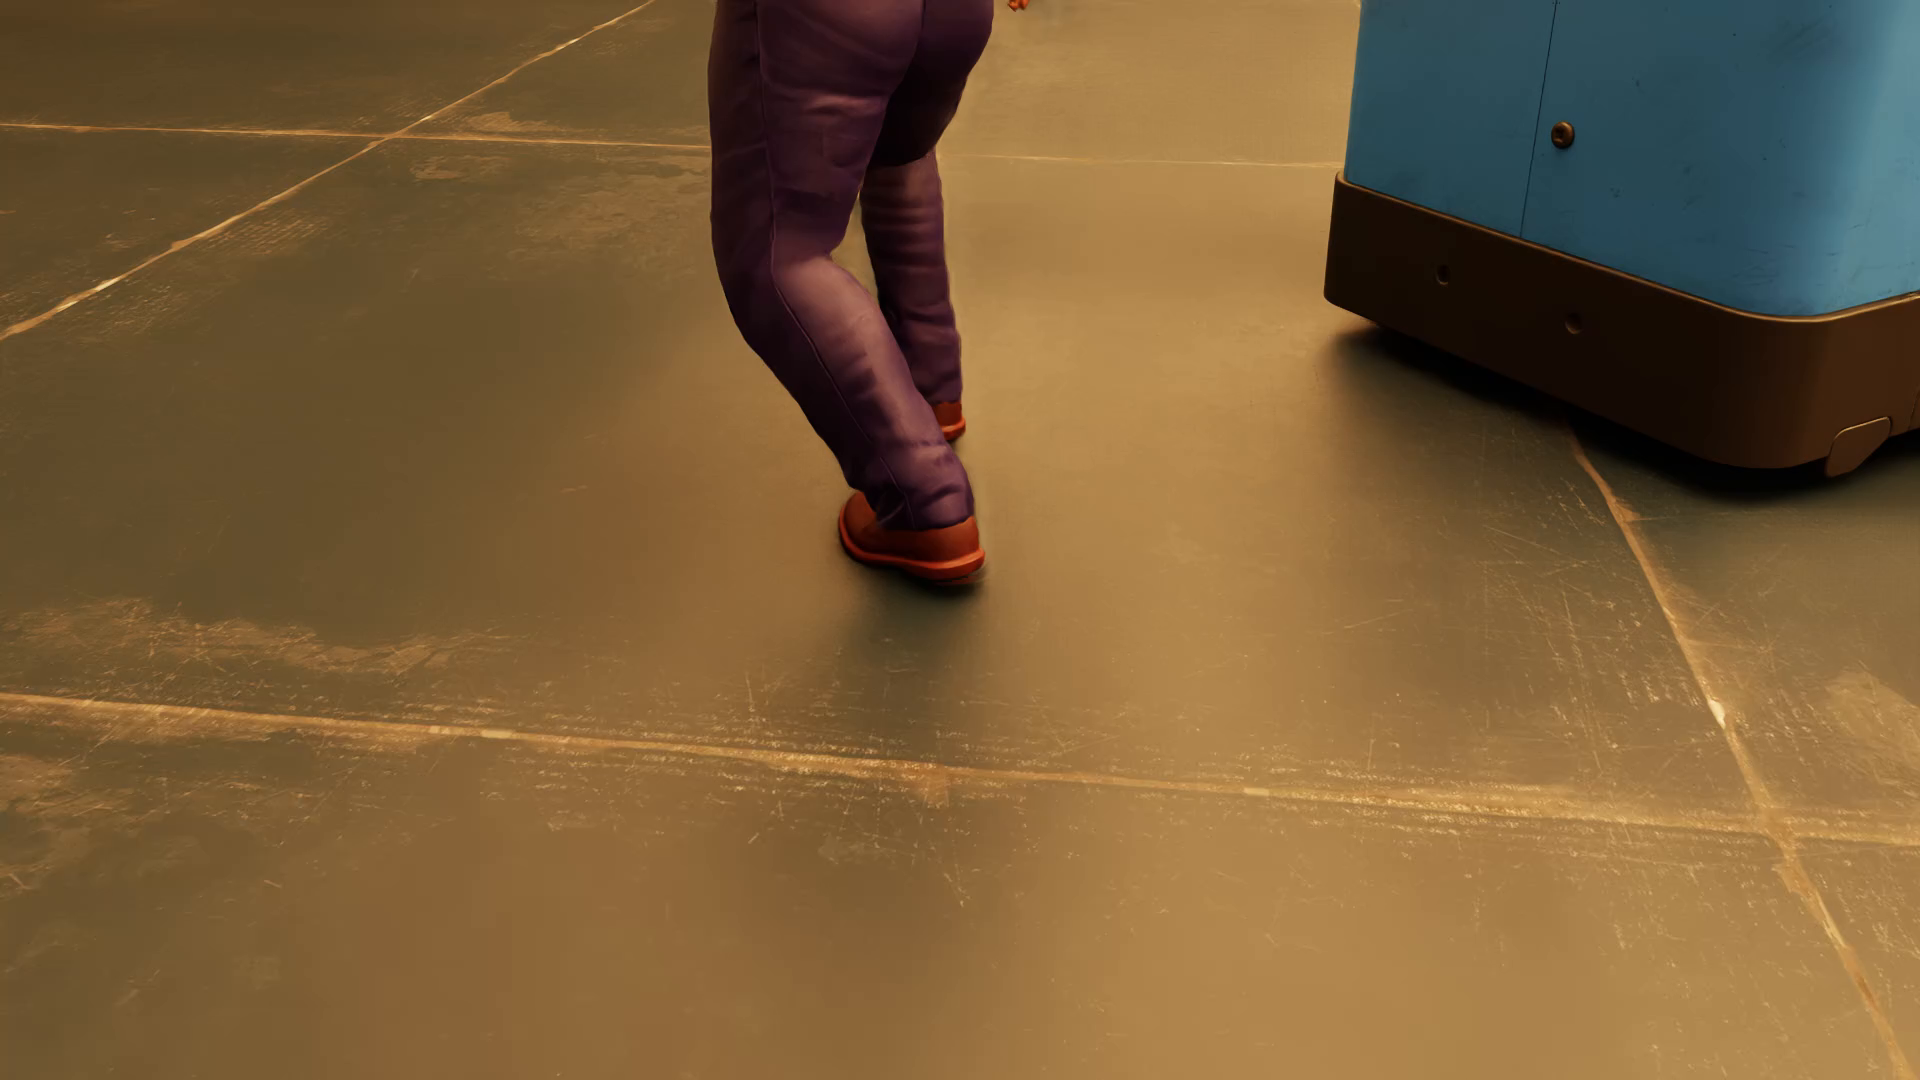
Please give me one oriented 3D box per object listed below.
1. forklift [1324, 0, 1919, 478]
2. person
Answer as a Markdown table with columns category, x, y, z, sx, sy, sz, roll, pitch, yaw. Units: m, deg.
| category | x | y | z | sx | sy | sz | roll | pitch | yaw |
| --- | --- | --- | --- | --- | --- | --- | --- | --- | --- |
| forklift | 2.262 | -1.874 | 2.973 | 3.031 | 2.935 | 1.130 | -14 | 30 | -26 |
| person | -0.139 | -0.816 | 2.417 | 0.811 | 1.532 | 0.719 | 19 | 32 | 33 |
